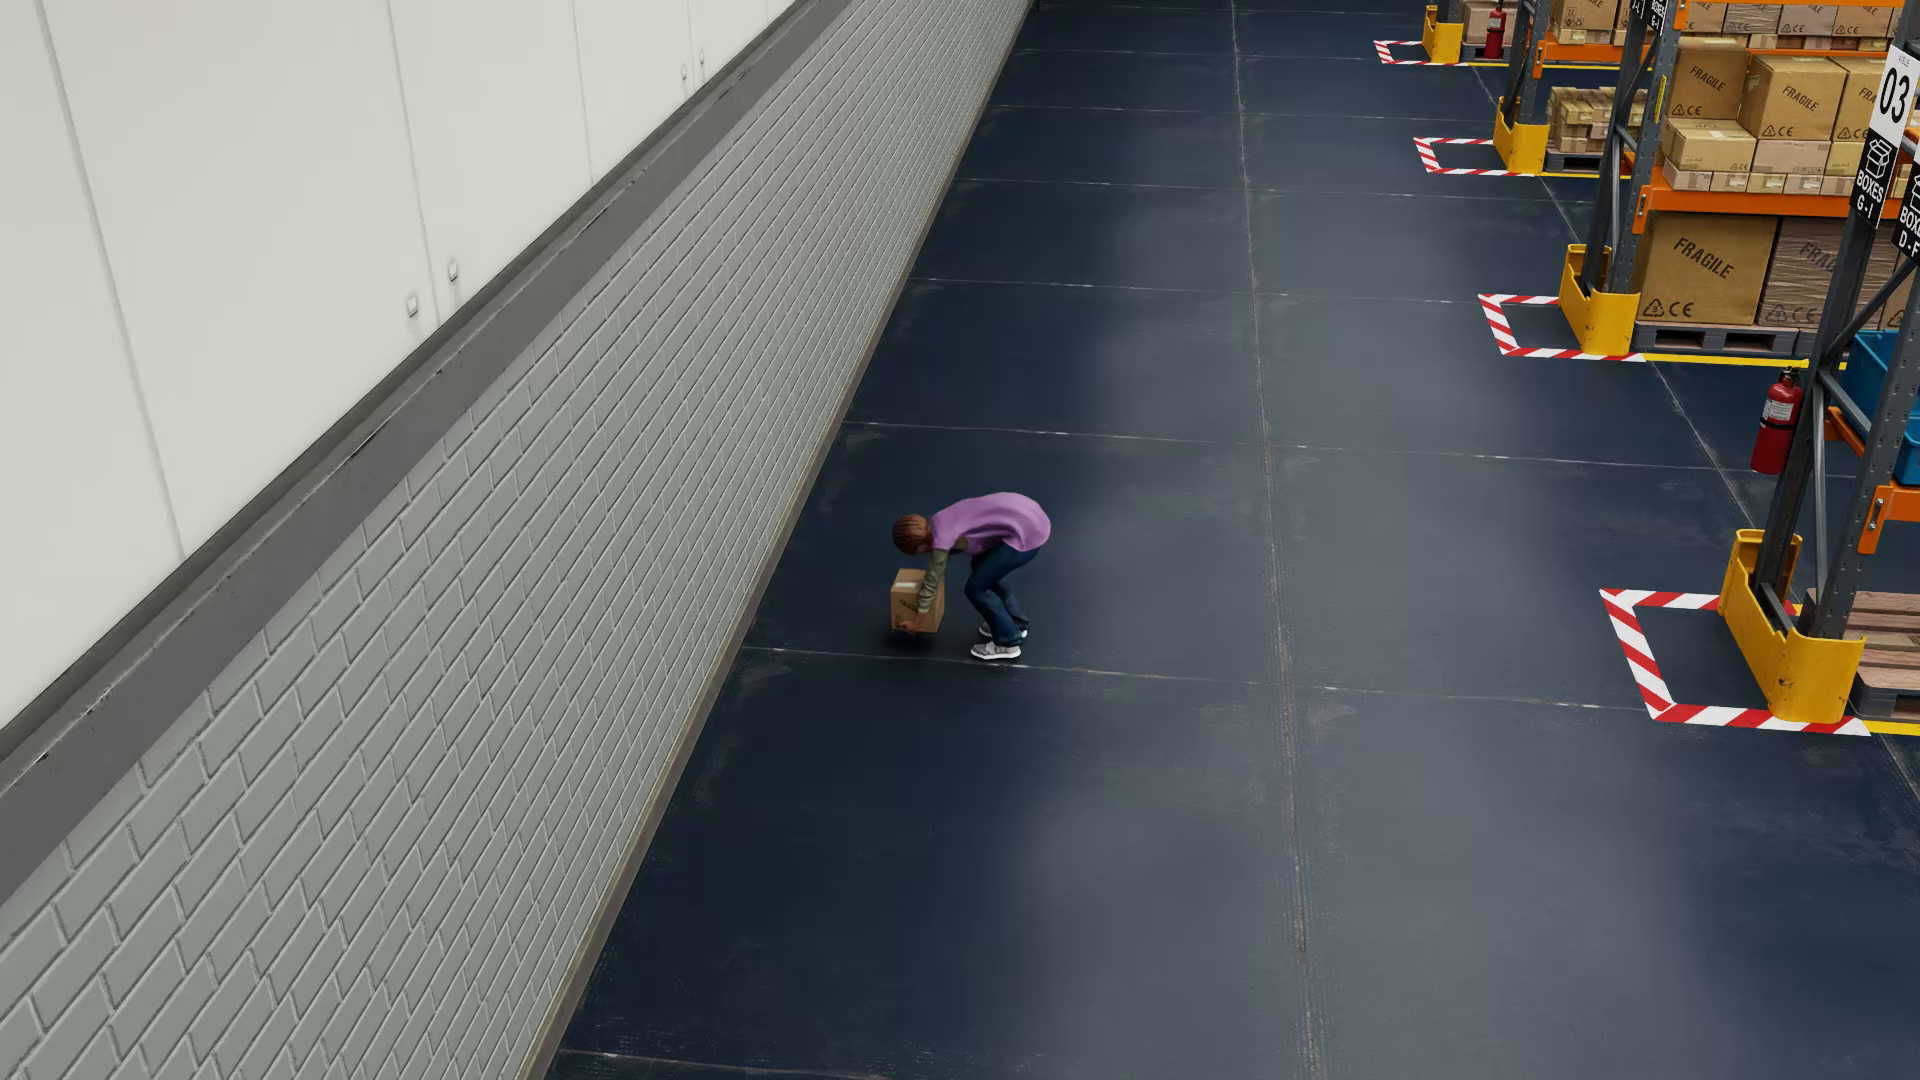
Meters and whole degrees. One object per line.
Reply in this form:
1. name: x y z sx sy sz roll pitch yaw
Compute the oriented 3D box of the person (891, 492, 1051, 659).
1. person: 0.056 0.171 9.023 0.860 0.923 0.416 4 29 7
